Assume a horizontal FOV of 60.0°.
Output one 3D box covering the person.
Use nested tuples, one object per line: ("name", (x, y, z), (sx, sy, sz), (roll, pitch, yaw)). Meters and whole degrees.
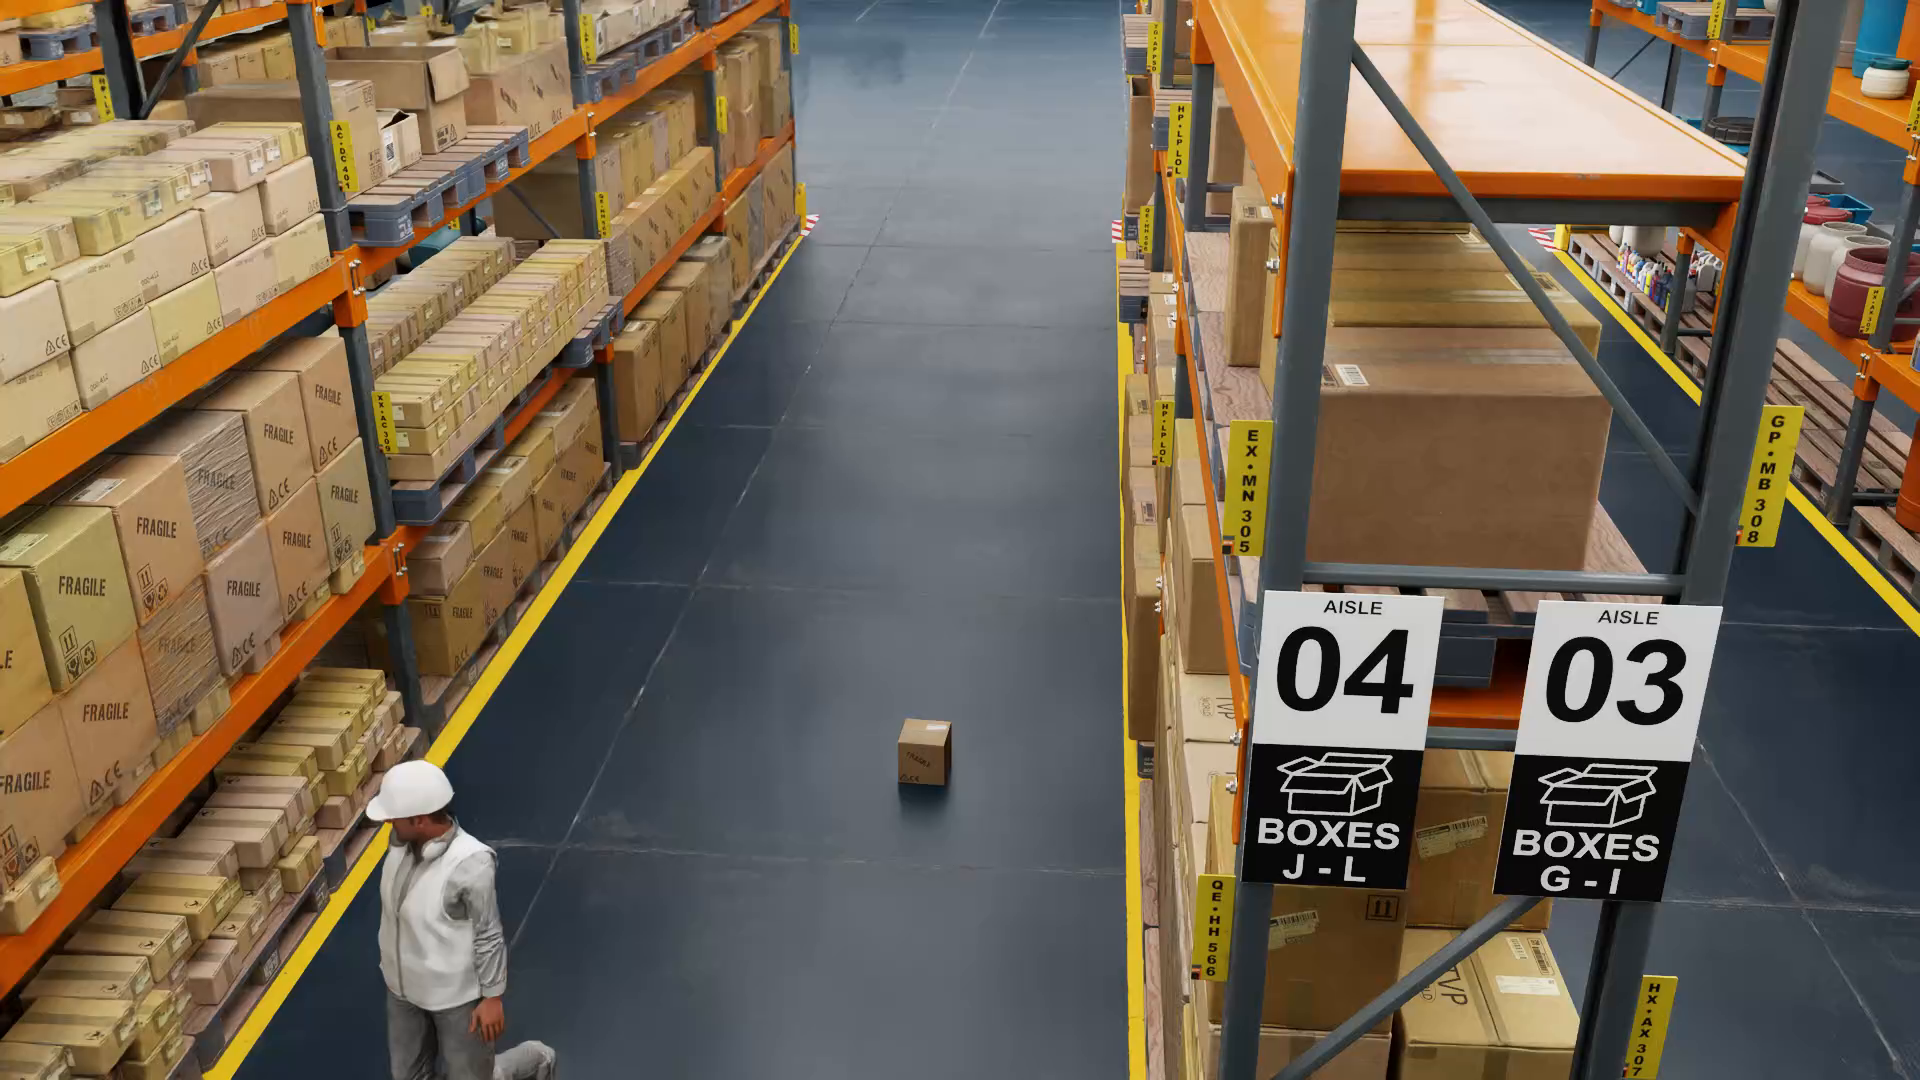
("person", (-1.861, 1.580, 6.058), (0.549, 1.753, 0.725), (14, 28, 28))
